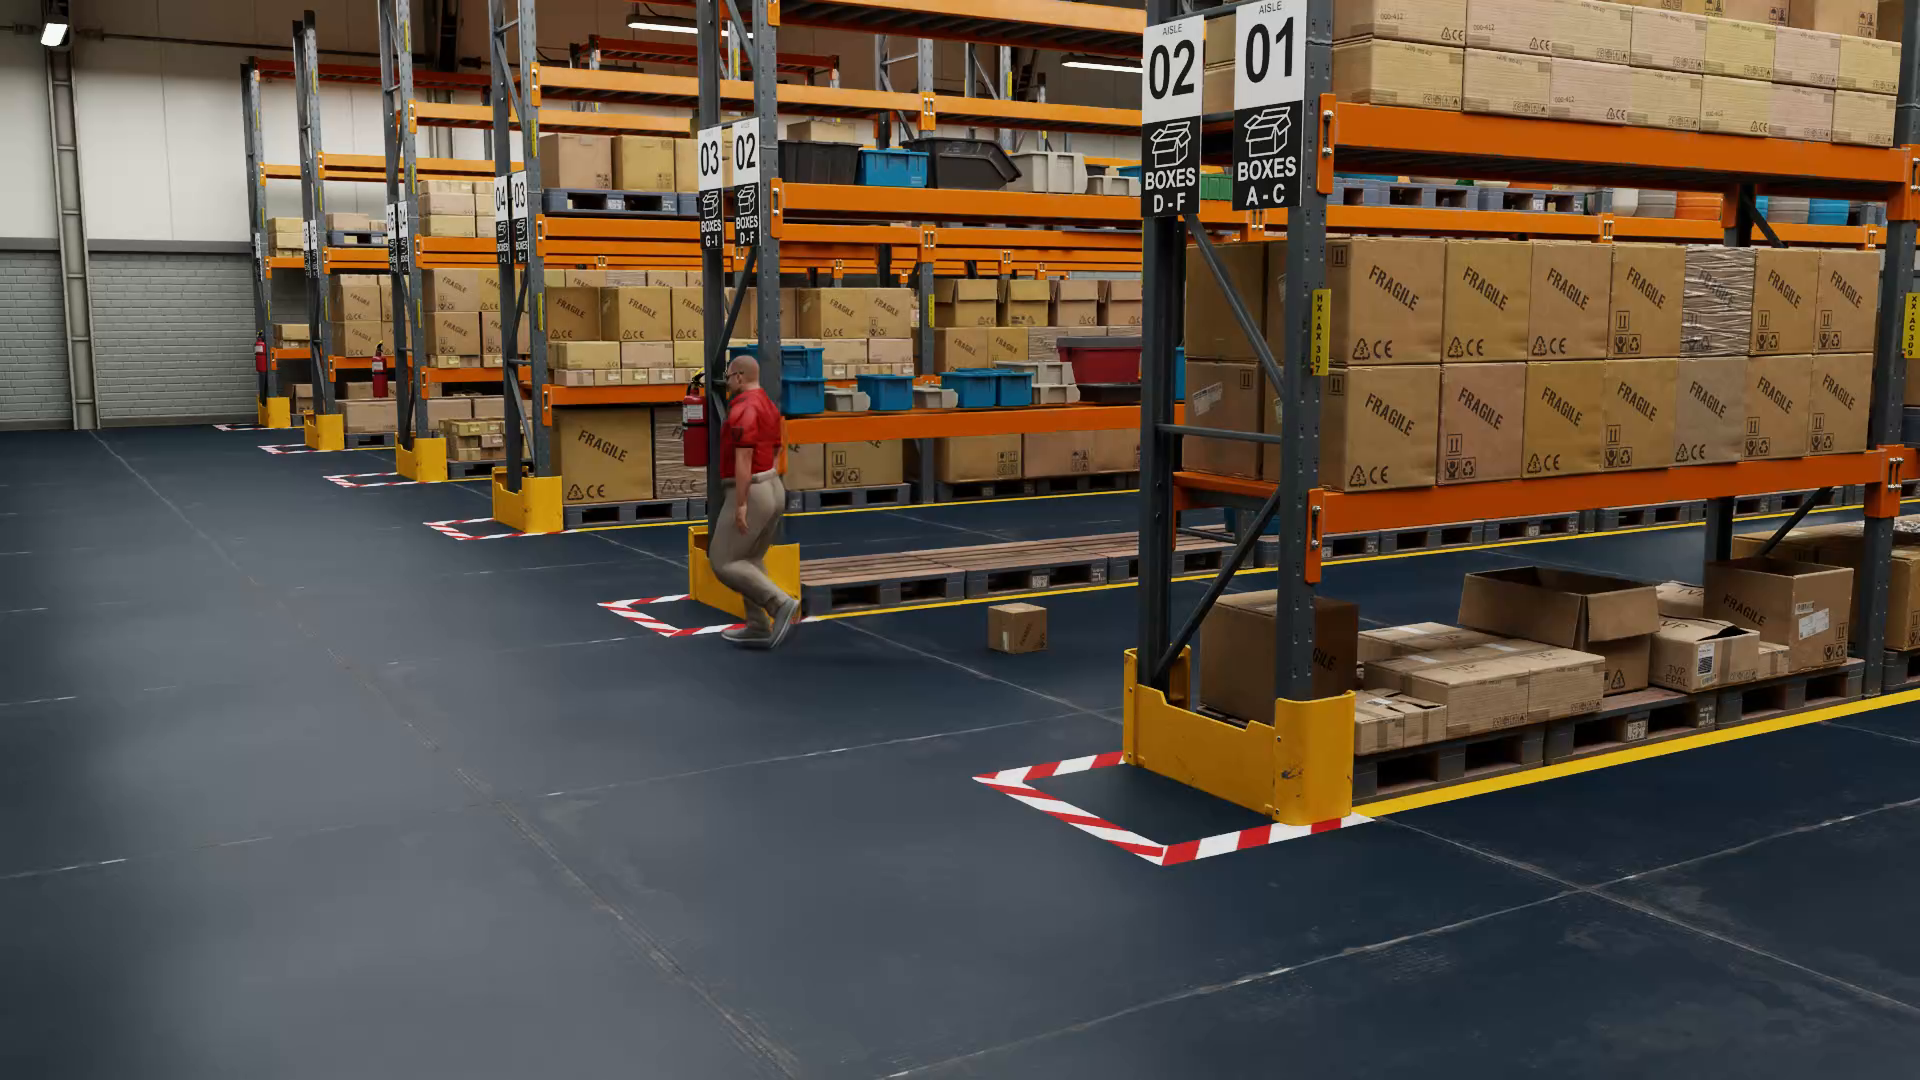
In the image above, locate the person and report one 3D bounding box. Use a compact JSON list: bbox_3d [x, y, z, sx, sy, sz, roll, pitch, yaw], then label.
[{"bbox_3d":[-1.194,-0.224,9.762,0.536,1.713,0.562,2,8,14],"label":"person"}]
